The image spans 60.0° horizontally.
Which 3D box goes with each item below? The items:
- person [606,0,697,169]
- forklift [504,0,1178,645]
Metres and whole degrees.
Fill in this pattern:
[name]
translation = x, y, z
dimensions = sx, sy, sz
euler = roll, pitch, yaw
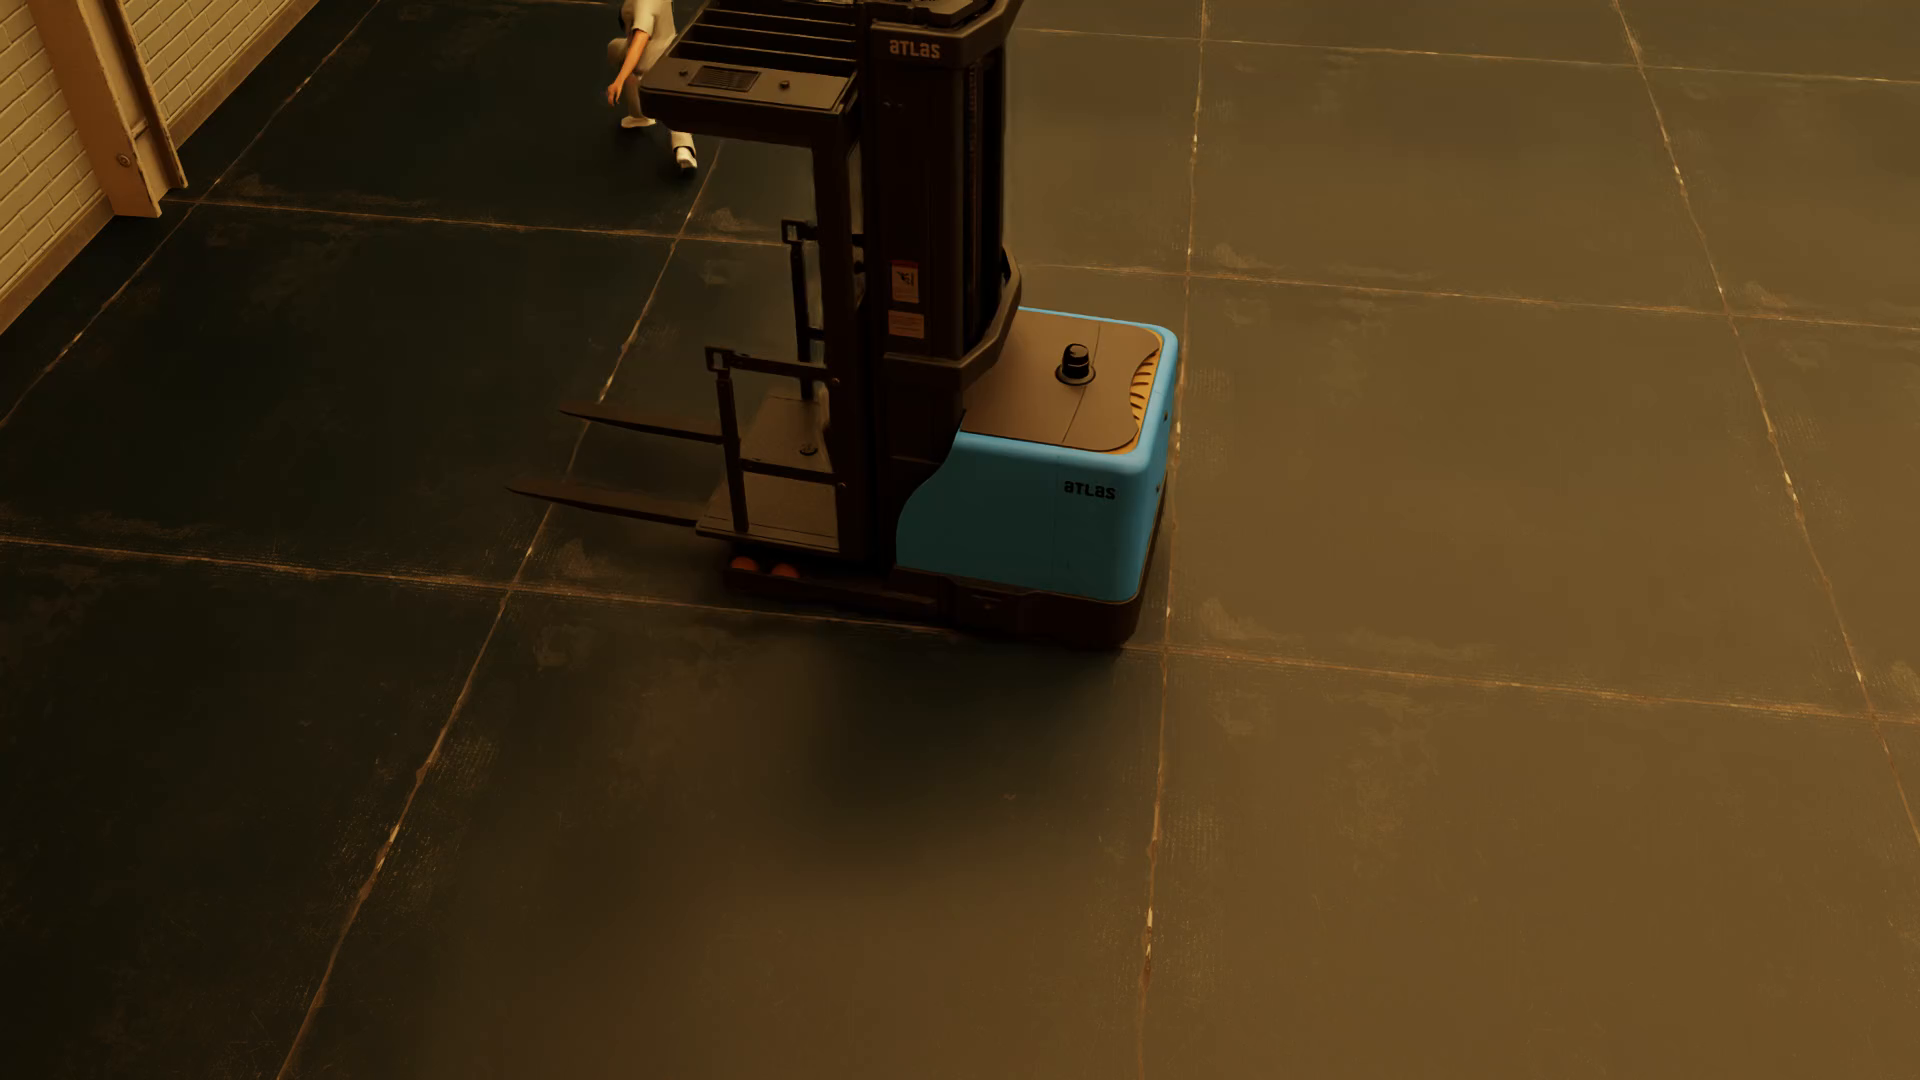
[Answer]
[person]
translation = -2.001, -2.910, 10.050
dimensions = 0.749, 1.396, 0.969
euler = -33, 52, -31
[forklift]
translation = -0.600, -1.145, 6.971
dimensions = 3.031, 2.935, 1.130
euler = 9, 43, 10
